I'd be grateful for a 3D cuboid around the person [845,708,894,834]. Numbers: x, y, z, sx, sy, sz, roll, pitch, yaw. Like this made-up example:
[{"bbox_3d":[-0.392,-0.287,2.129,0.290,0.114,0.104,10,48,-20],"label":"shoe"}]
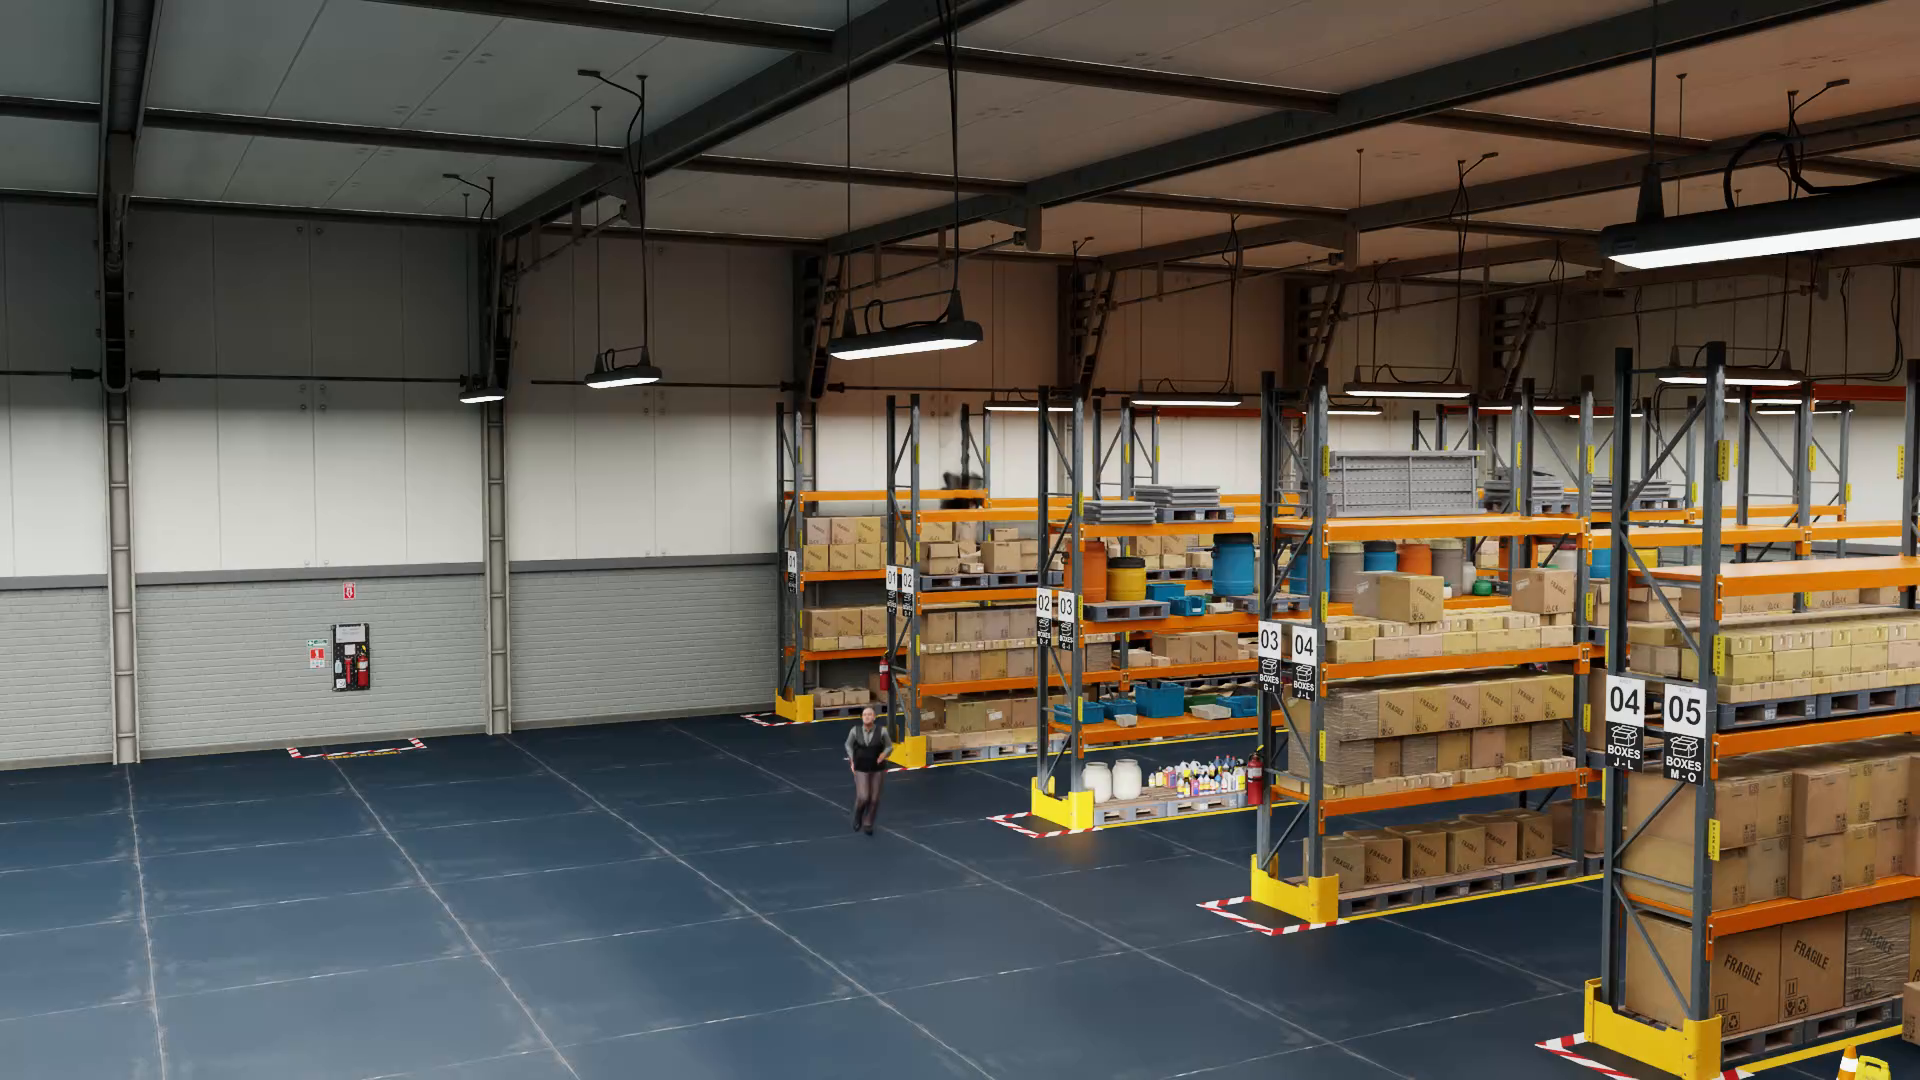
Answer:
[{"bbox_3d":[-1.198,3.071,22.023,0.644,1.687,0.593,0,3,-4],"label":"person"}]
